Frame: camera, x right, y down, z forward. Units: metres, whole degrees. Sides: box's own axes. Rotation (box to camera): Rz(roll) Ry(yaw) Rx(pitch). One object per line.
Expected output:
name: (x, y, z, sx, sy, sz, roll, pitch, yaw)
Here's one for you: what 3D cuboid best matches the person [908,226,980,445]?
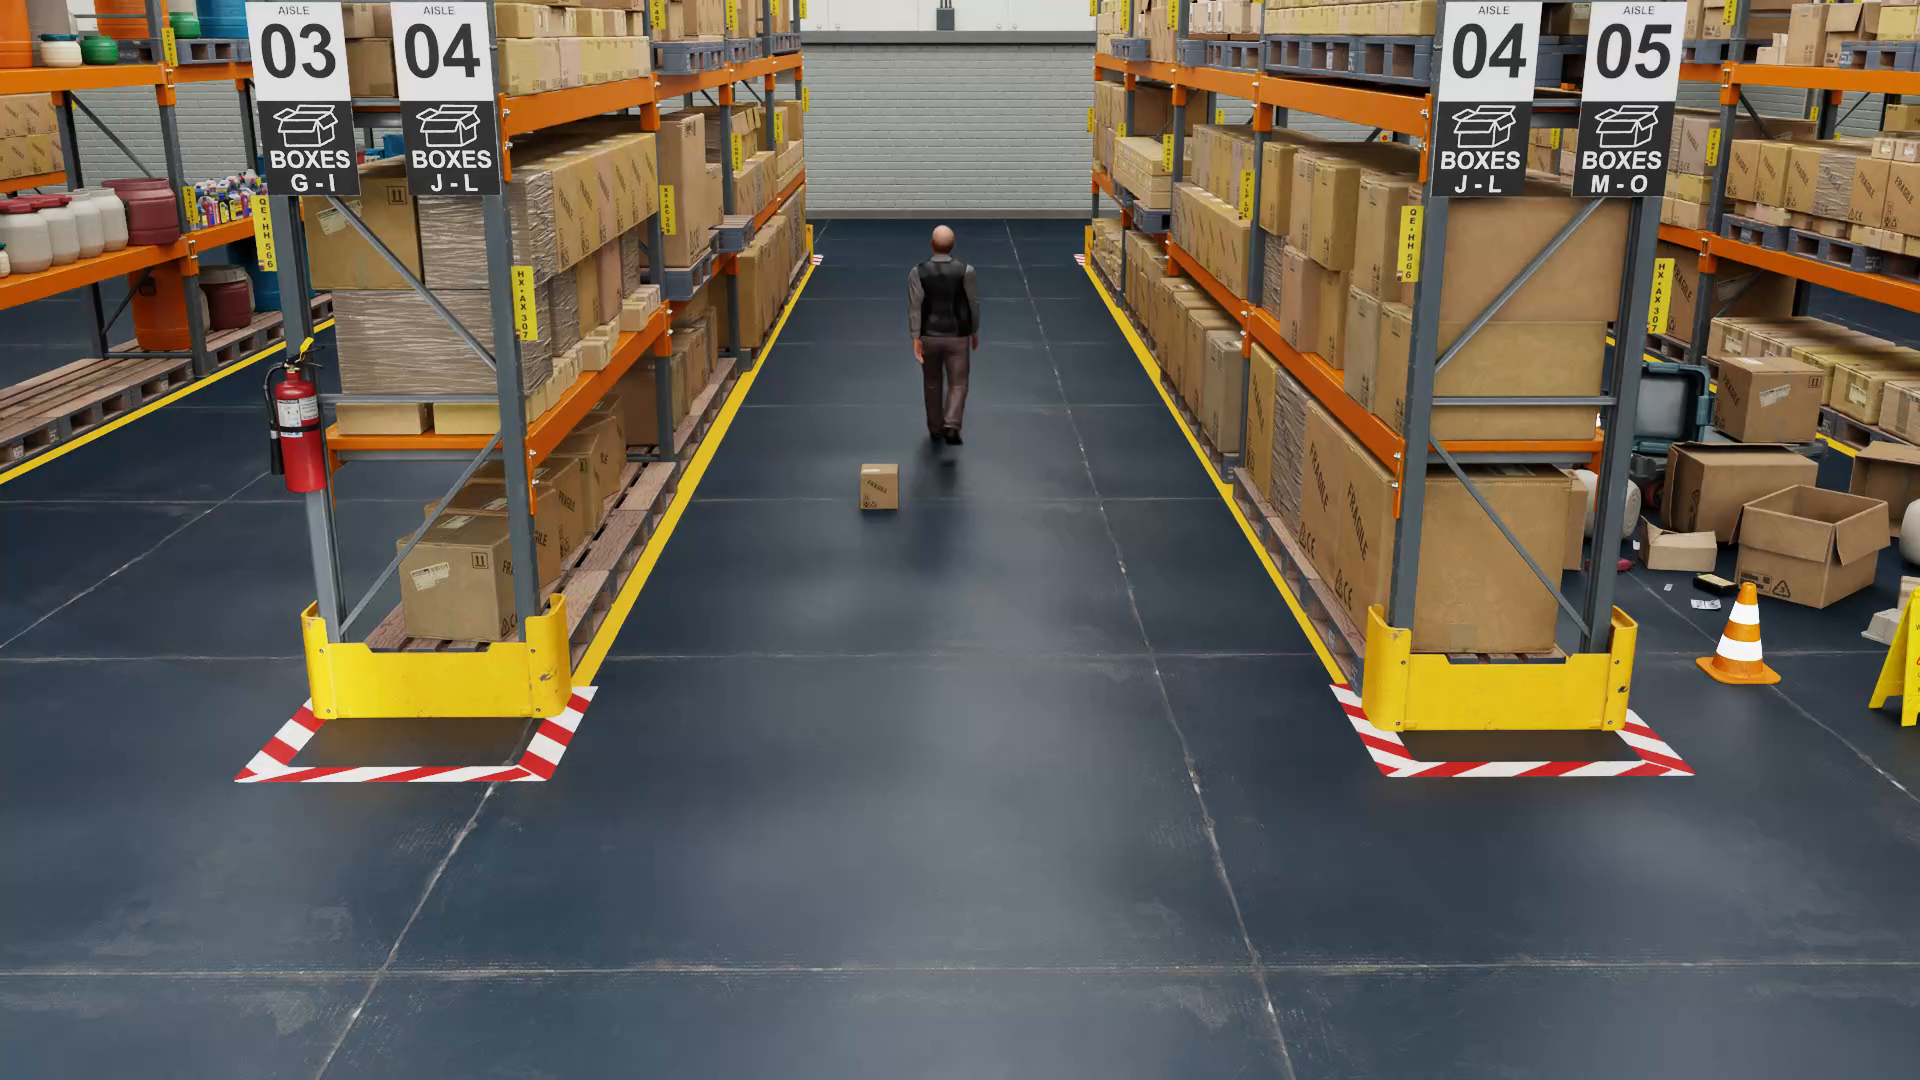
person: (-0.119, -1.537, 12.614, 0.533, 1.684, 0.942, 2, 17, 5)
